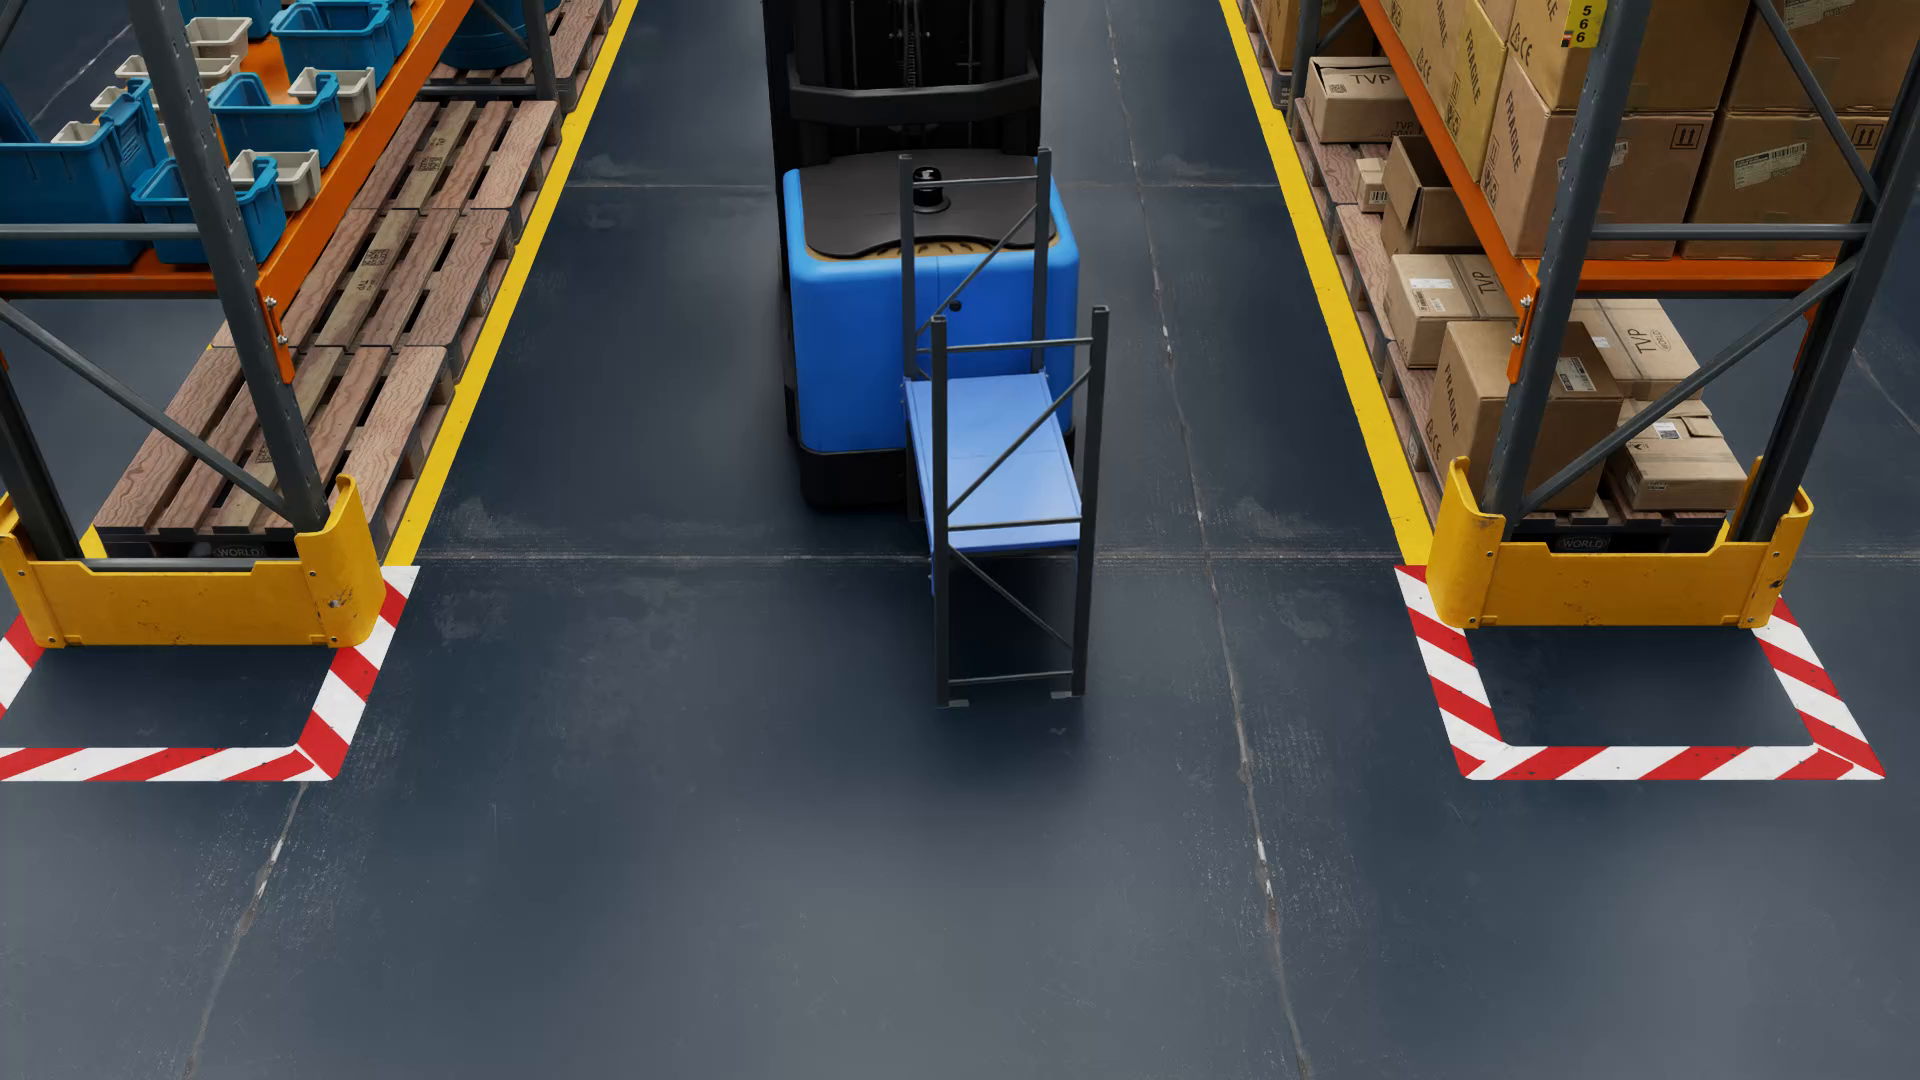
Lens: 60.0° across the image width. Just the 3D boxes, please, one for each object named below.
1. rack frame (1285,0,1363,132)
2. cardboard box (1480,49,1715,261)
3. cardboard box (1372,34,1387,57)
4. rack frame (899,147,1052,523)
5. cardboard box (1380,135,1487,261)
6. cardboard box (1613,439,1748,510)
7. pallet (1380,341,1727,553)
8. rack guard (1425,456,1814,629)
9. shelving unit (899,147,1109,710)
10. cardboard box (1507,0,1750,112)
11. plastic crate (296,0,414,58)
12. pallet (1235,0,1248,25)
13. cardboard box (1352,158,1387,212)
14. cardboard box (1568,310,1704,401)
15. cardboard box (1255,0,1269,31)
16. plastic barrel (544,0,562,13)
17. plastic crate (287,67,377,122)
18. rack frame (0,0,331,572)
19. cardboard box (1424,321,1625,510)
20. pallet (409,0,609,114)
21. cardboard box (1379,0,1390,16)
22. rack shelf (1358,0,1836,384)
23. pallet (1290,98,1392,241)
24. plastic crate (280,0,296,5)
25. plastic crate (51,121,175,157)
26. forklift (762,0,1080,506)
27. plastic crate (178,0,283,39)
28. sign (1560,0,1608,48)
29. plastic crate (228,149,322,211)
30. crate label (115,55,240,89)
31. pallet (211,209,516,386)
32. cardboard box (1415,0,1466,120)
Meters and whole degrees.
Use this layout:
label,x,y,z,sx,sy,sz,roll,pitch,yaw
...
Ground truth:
label,x,y,z,sx,sy,sz,roll,pitch,yaw
rack frame,2.281,-3.420,8.119,1.000,3.000,0.127,0,39,0
cardboard box,2.013,-1.238,5.316,0.500,0.500,0.500,1,39,1
cardboard box,2.524,-2.919,9.141,0.500,0.500,0.500,-2,39,-2
rack frame,0.050,-0.678,5.897,0.500,1.500,0.032,-4,39,-5
cardboard box,2.288,-1.443,7.296,0.797,0.503,0.637,0,39,0
cardboard box,2.629,-0.240,6.079,0.380,0.149,0.250,0,39,0
pallet,2.283,-0.377,6.551,1.003,0.211,1.213,0,39,0
rack guard,2.285,0.009,5.839,1.175,0.500,0.348,0,39,0
shelving unit,0.109,-0.362,5.503,0.538,1.500,1.048,-4,39,-5
cardboard box,2.010,-1.626,5.001,0.500,0.500,0.500,0,39,0
plastic crate,-2.341,-2.041,6.485,0.416,0.233,0.300,0,39,0
pallet,2.238,-3.605,10.580,1.003,0.211,1.213,0,39,0
cardboard box,2.076,-1.683,7.865,0.380,0.166,0.250,0,39,0
cardboard box,2.568,-0.670,6.535,0.500,0.250,0.500,0,39,0
cardboard box,2.001,-3.234,9.534,0.500,0.500,0.500,0,39,0
plastic barrel,-2.657,-3.547,9.620,0.600,0.901,0.708,0,39,0
plastic crate,-2.257,-1.618,6.033,0.250,0.136,0.298,0,39,0
rack frame,-2.668,-0.918,4.996,1.000,3.000,0.127,0,39,0
cardboard box,2.038,-0.455,6.066,0.500,0.500,0.500,0,39,0
pallet,-2.632,-2.813,9.592,1.003,0.211,1.213,0,39,0
cardboard box,2.011,-2.507,6.900,0.500,0.500,0.500,0,39,0
rack shelf,2.283,-1.889,6.784,1.077,0.370,4.000,0,39,0
pallet,2.281,-1.902,8.455,1.003,0.211,1.213,0,39,0
plastic crate,-2.855,-2.441,6.944,0.437,0.282,0.530,0,39,0
plastic crate,-2.850,-1.348,5.696,0.396,0.136,0.243,0,39,0
forklift,-0.247,-2.188,6.636,1.130,2.935,3.031,-4,39,-5
plastic crate,-2.927,-2.160,6.632,0.416,0.233,0.300,0,39,0
sign,1.730,-1.506,4.552,0.100,0.325,0.005,0,39,0
plastic crate,-2.257,-1.193,5.503,0.250,0.136,0.298,0,39,0
crate label,-2.861,-1.703,6.140,0.396,0.136,0.243,0,39,0
pallet,-2.629,-1.106,7.462,1.003,0.211,1.213,0,39,0
cardboard box,2.013,-1.874,6.110,0.500,0.500,0.500,0,39,0
